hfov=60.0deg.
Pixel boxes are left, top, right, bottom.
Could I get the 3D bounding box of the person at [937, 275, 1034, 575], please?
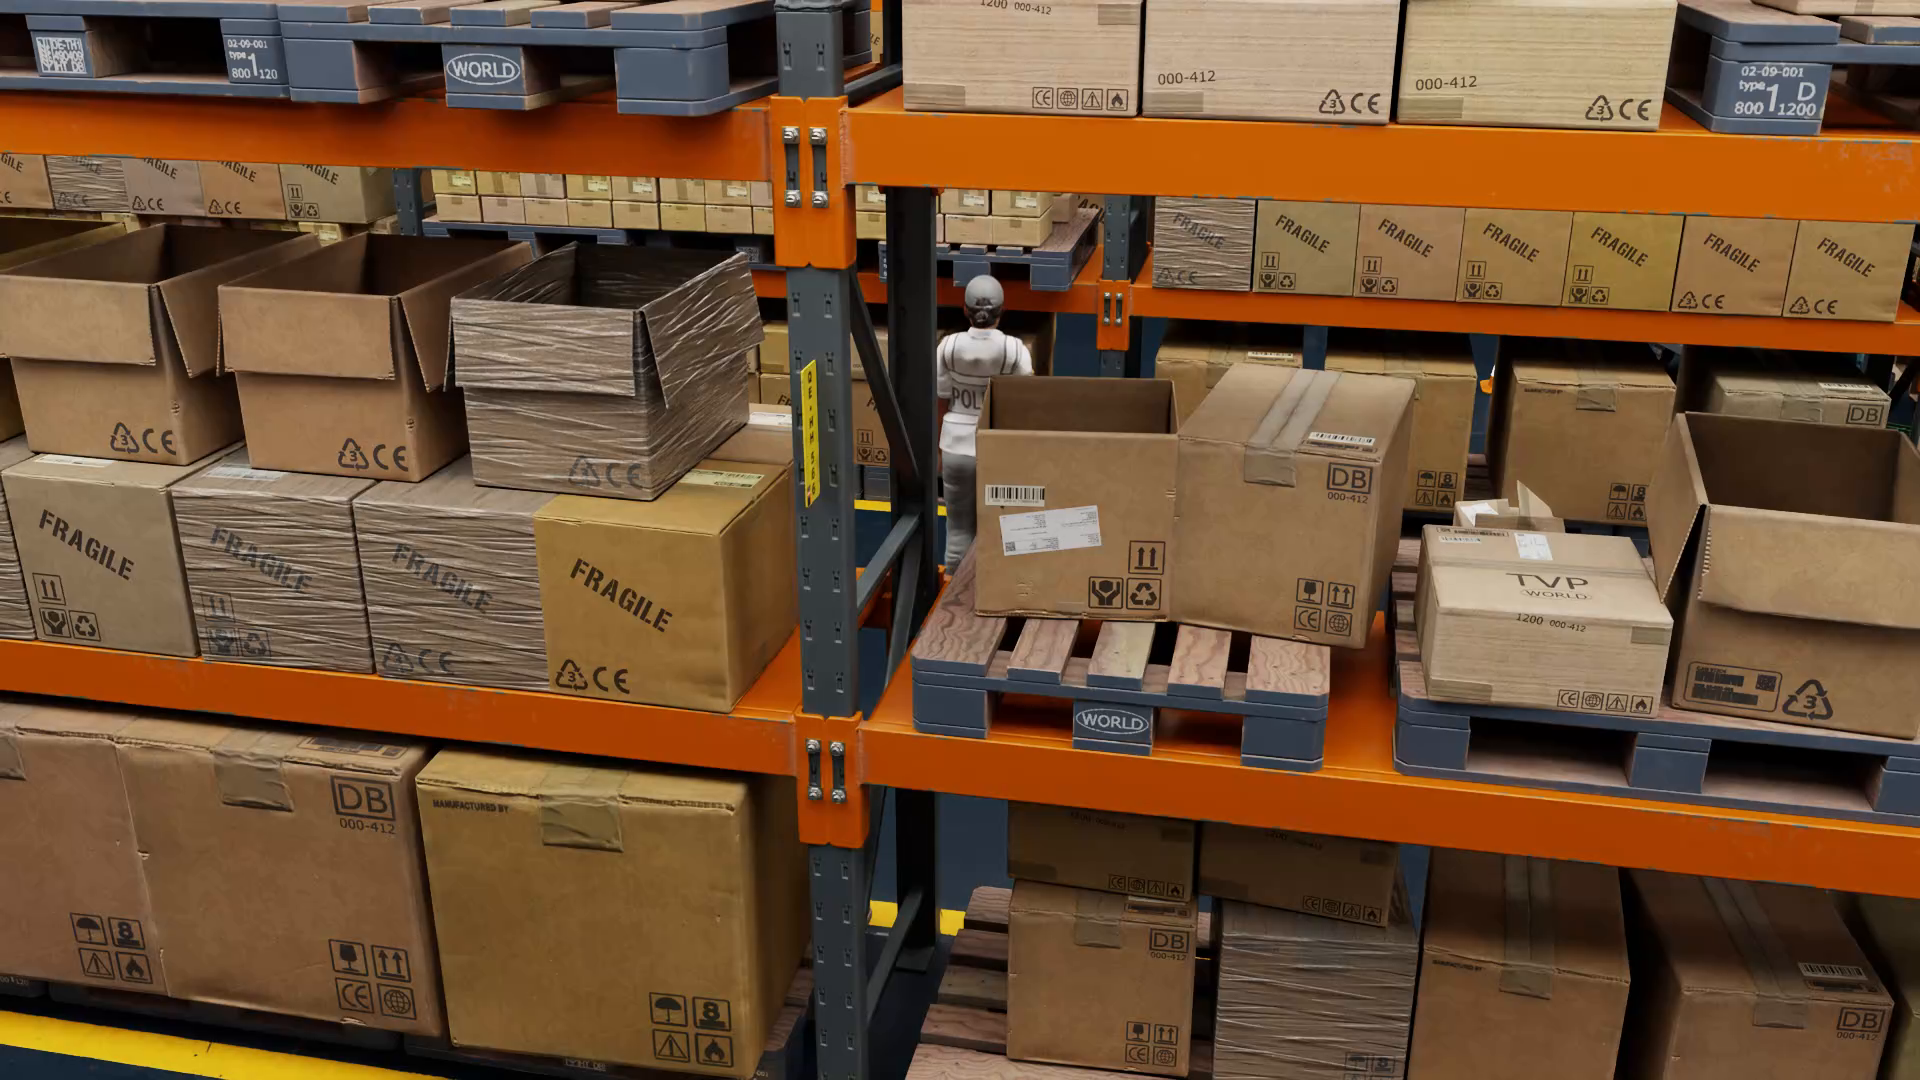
[{"bbox_3d":[0.110,-0.380,7.545,0.467,1.664,0.390,5,22,12],"label":"person"}]
